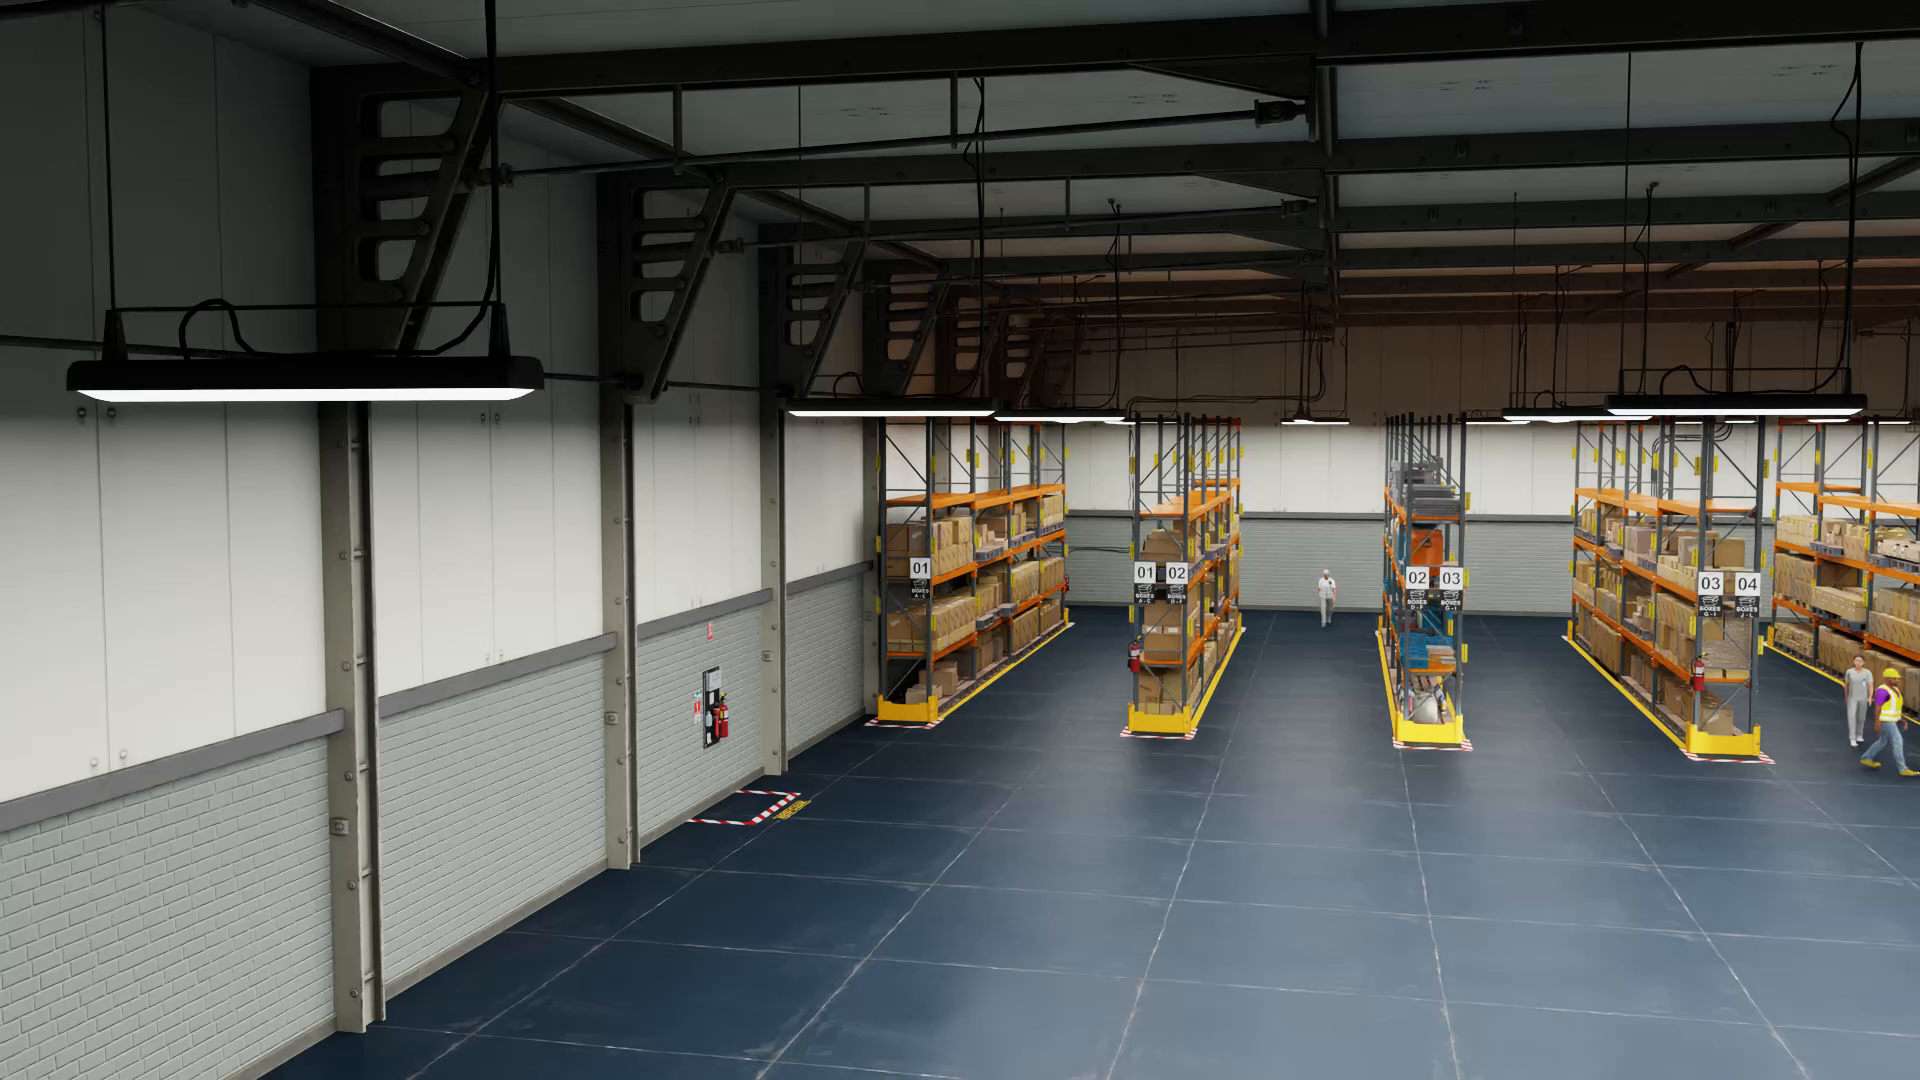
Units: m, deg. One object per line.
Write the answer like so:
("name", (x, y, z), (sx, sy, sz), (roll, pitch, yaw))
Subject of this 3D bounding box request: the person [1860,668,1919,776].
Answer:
("person", (15.433, 2.990, 27.538), (0.580, 1.731, 0.971), (-3, 5, -41))

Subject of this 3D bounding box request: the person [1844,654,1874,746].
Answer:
("person", (16.162, 2.866, 29.895), (0.455, 1.616, 0.977), (2, 4, 25))

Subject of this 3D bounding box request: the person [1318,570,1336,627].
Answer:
("person", (10.585, 1.661, 47.951), (0.493, 1.605, 1.022), (1, 4, 10))
